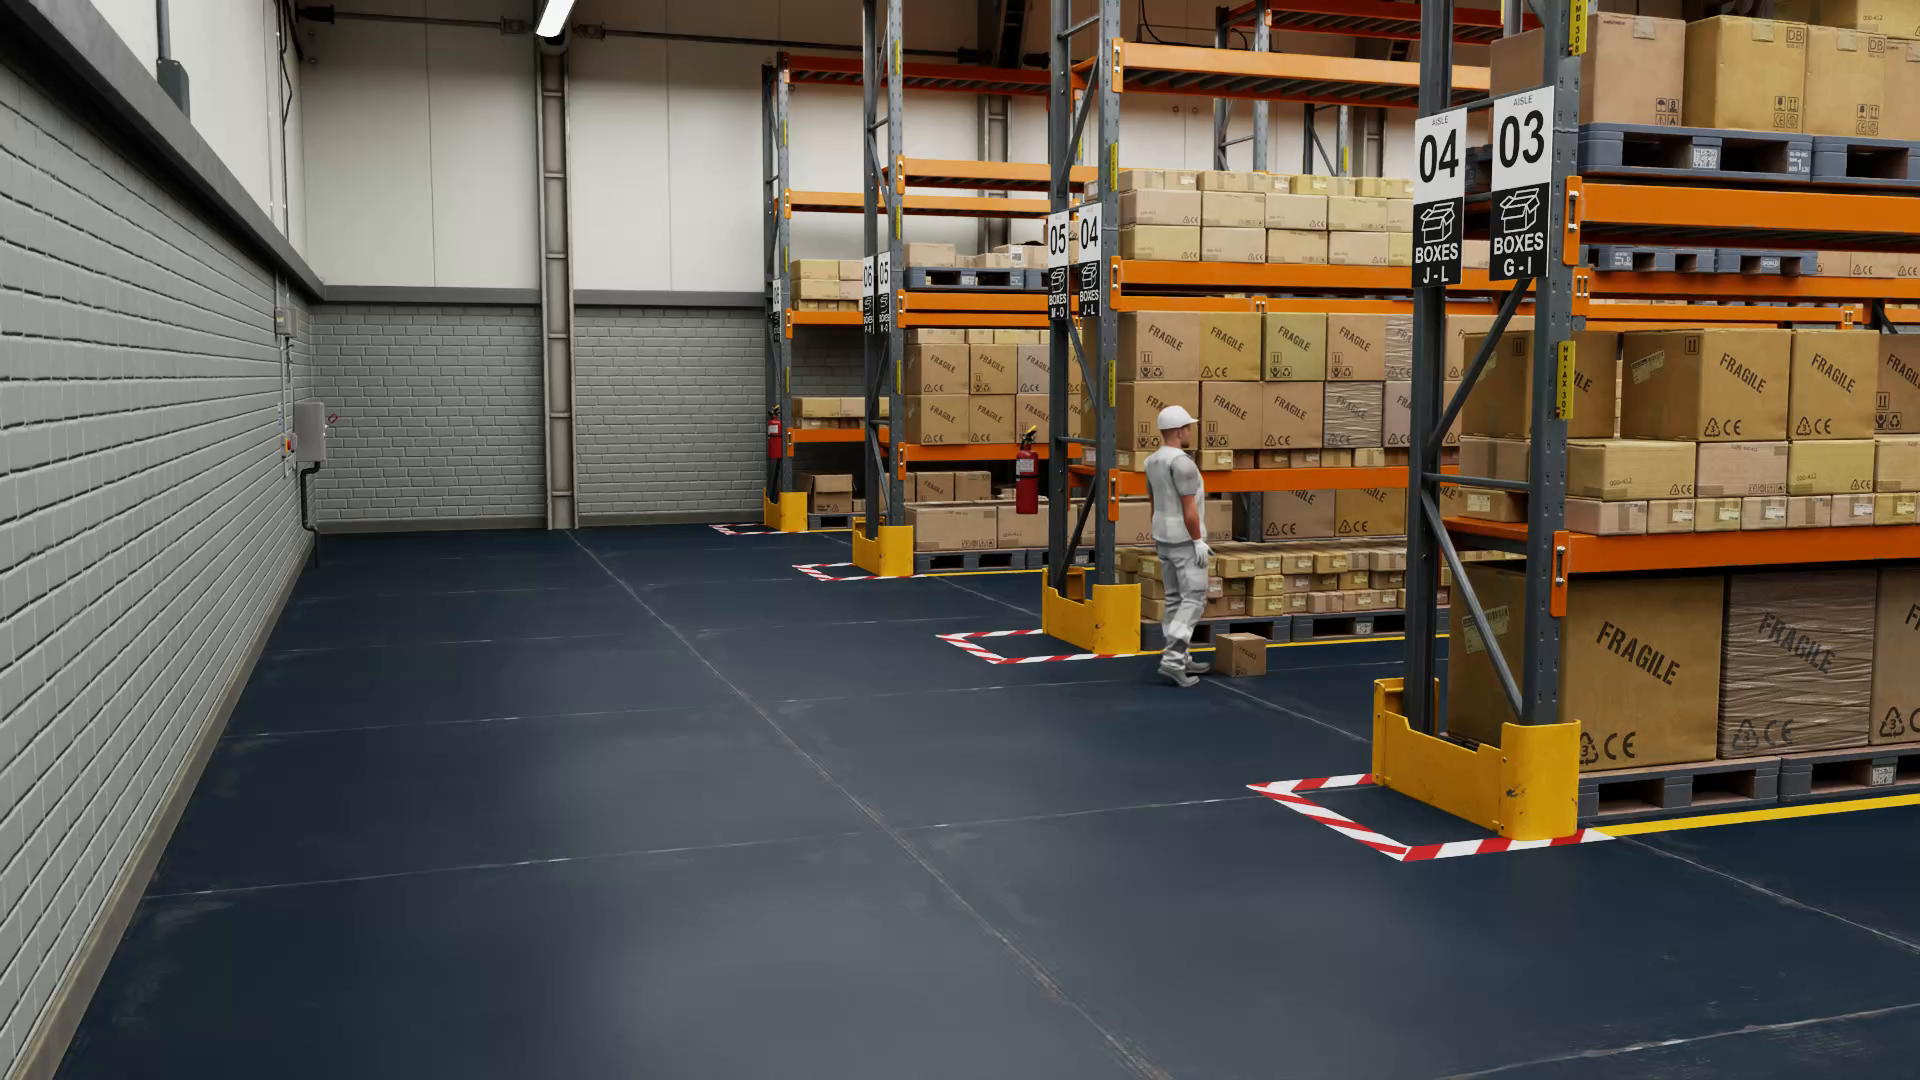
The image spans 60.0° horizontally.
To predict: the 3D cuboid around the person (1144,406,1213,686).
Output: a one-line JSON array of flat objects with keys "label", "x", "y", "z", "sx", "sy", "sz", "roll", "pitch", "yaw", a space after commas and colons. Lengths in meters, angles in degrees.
[{"label": "person", "x": 1.443, "y": 0.049, "z": 10.906, "sx": 0.449, "sy": 1.846, "sz": 0.548, "roll": -3, "pitch": 6, "yaw": -25}]
